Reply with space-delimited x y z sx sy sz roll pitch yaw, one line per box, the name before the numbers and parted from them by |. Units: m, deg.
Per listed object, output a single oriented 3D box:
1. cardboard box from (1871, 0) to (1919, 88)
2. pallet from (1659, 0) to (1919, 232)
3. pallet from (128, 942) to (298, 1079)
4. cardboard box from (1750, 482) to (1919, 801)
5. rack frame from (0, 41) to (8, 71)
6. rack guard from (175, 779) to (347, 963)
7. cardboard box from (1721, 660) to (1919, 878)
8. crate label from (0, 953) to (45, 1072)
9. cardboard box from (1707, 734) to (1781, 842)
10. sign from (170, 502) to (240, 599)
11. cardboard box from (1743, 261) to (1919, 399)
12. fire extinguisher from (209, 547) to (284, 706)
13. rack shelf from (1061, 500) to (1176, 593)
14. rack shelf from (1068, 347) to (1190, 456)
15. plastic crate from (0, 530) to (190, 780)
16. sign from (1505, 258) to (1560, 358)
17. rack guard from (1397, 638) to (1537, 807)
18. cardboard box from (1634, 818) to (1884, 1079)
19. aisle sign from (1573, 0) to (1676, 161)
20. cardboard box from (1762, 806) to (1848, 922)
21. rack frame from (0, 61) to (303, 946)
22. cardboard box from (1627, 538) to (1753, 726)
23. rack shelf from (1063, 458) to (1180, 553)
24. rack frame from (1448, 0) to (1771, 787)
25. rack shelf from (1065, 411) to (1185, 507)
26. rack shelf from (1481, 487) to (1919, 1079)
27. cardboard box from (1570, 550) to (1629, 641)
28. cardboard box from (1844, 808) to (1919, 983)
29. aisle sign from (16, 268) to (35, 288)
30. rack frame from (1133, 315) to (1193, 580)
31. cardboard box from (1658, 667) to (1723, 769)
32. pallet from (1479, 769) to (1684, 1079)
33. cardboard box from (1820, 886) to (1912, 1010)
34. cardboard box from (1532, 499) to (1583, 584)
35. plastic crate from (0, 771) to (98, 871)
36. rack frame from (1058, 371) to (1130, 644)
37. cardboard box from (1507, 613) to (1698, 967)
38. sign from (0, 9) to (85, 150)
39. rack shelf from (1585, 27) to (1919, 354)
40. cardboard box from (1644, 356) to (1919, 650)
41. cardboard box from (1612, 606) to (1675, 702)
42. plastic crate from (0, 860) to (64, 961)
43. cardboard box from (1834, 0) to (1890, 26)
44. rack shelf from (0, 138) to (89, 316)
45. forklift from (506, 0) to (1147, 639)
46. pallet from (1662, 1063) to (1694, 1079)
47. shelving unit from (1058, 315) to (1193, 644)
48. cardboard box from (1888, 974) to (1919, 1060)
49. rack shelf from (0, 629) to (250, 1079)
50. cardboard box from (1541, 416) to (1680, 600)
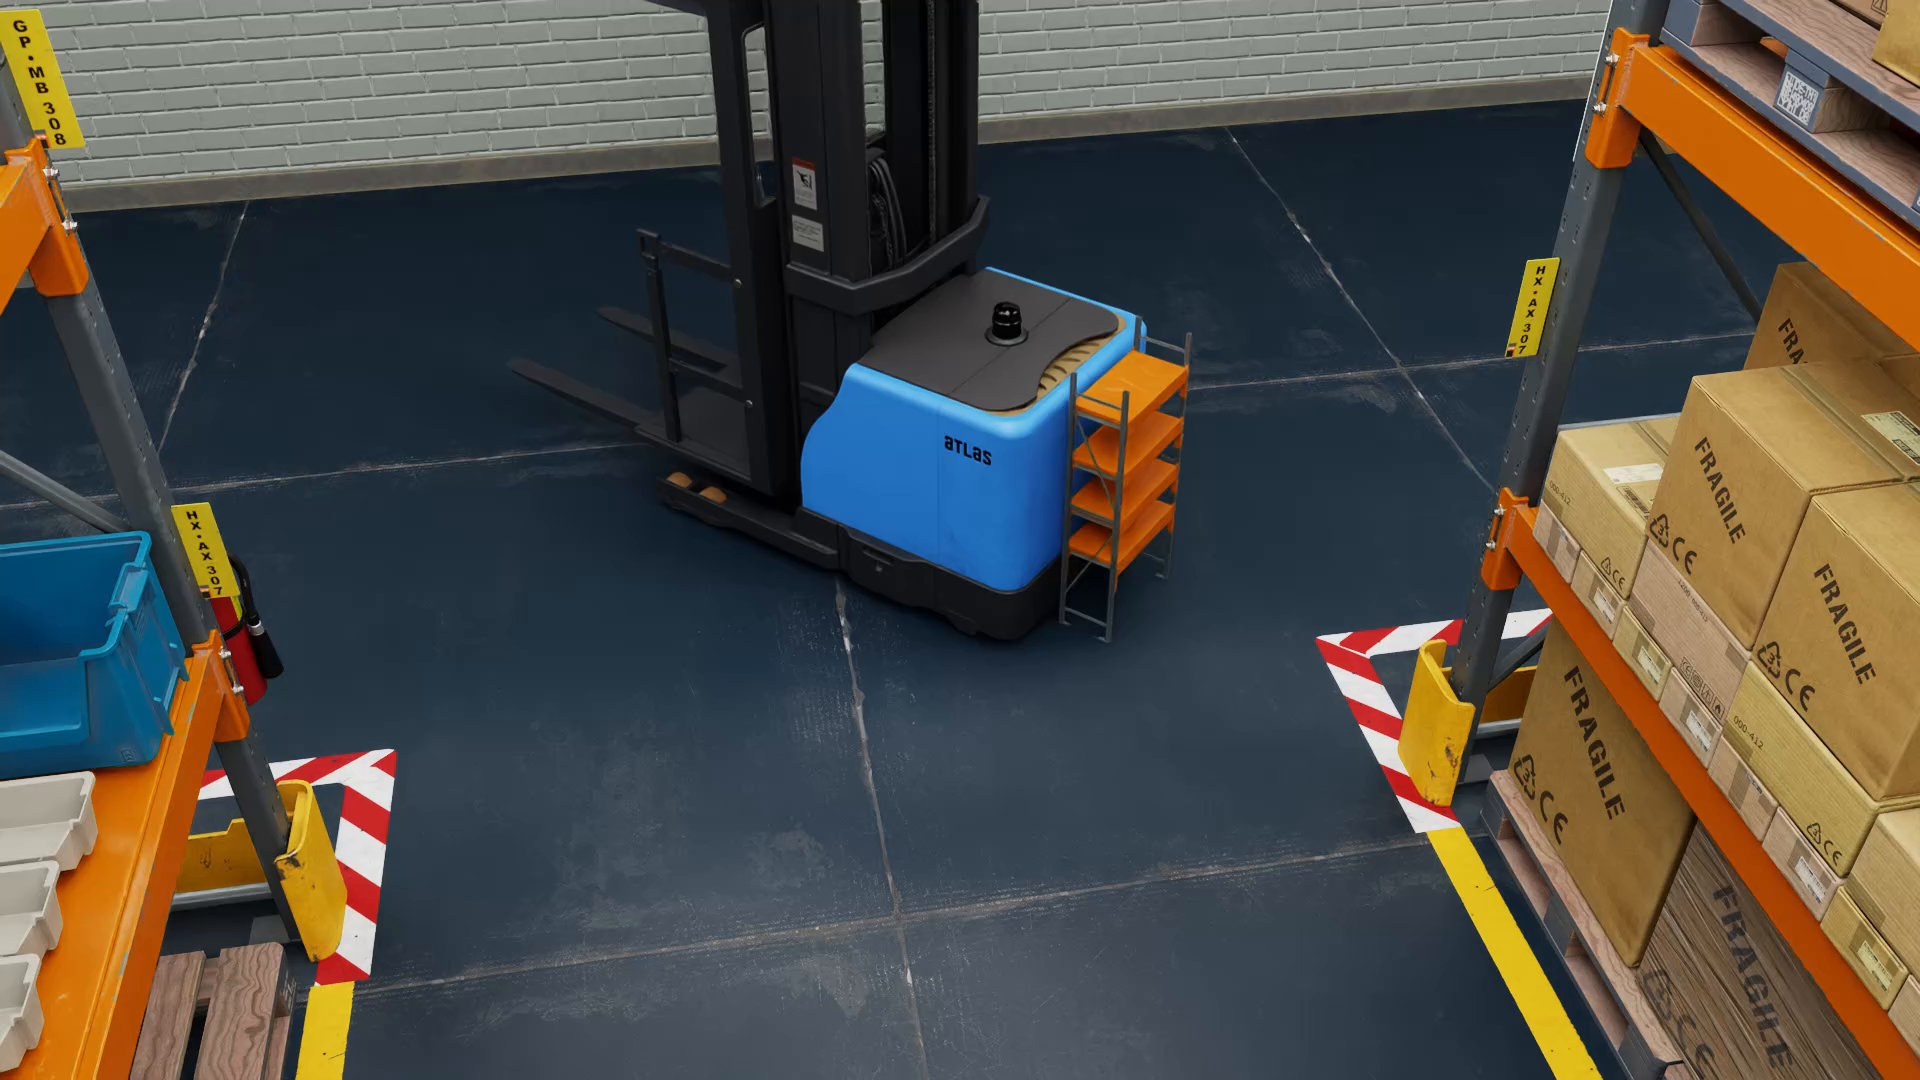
cardboard box | 2.362 -1.135 3.316 0.700 0.500 0.500 -8 38 -10
pallet | 2.378 -1.070 3.809 1.003 0.211 1.213 -6 38 -8
pallet | -2.532 1.769 4.801 1.003 0.211 1.213 -6 38 -8
cardboard box | 2.241 0.212 3.801 0.500 0.500 0.500 -7 38 -9
rack frame | -2.638 -2.203 2.751 1.000 3.000 0.127 -6 38 -8
rack guard | -2.655 1.140 5.375 1.175 0.500 0.348 -6 38 -8
cardboard box | 2.239 0.511 4.027 0.500 0.250 0.500 -7 38 -9
crate label | -2.208 1.061 3.605 0.396 0.136 0.243 -6 38 -8
cardboard box | 2.157 0.603 4.234 0.380 0.149 0.250 -7 38 -9
sign | -2.100 0.032 4.630 0.100 0.325 0.005 -6 38 -8
cardboard box | 2.582 -0.455 4.660 0.500 0.500 0.500 -6 38 -7
fire extinguisher | -2.217 0.204 4.910 0.296 0.674 0.183 -6 38 -8
rack shelf | 0.643 -0.013 6.722 0.258 0.148 0.480 22 43 26
rack shelf | 0.643 -0.533 6.318 0.258 0.148 0.480 22 43 26
plastic crate | -2.396 0.310 4.328 0.616 0.435 0.499 -6 38 -8
sign | 1.691 -0.684 4.915 0.100 0.325 0.005 -6 38 -8
rack guard | 2.234 0.606 6.063 1.175 0.500 0.348 -6 38 -8
cardboard box | 2.589 1.234 4.606 0.875 0.875 0.875 -6 38 -8
aisle sign | 1.930 -1.405 4.494 0.394 0.787 0.004 -6 38 -8
cardboard box | 2.203 0.759 4.033 0.380 0.149 0.250 -7 38 -8
rack frame | -2.638 0.166 4.592 1.000 3.000 0.127 -6 38 -8
cardboard box | 2.154 0.207 4.418 0.500 0.250 0.500 -7 38 -9
rack shelf | 0.643 -0.170 6.600 0.258 0.148 0.480 22 43 26
rack frame | 2.238 -0.367 5.277 1.000 3.000 0.127 -6 38 -8
rack shelf | 0.643 -0.347 6.463 0.258 0.148 0.480 22 43 26
rack shelf | 2.589 1.125 3.943 1.077 0.370 4.000 -6 38 -8
cardboard box | 2.022 0.137 4.833 0.380 0.149 0.250 -7 38 -9
cardboard box | 2.335 0.826 3.622 0.500 0.250 0.500 -7 38 -9
aisle sign | -2.362 -0.936 3.891 0.394 0.787 0.004 -6 38 -8
rack frame | 0.779 -0.347 6.719 0.240 1.200 0.015 22 43 26
cardboard box | 2.114 0.449 4.432 0.380 0.149 0.250 -7 38 -9
pallet | 2.455 1.209 5.522 1.003 0.211 1.213 -6 38 -8
cardboard box | 2.246 0.911 3.837 0.380 0.149 0.250 -7 38 -9
cardboard box | 1.975 -0.018 5.033 0.380 0.149 0.250 -6 38 -7
plastic crate | -2.317 0.719 4.045 0.396 0.136 0.243 -6 38 -8
rack frame | 0.507 -0.099 6.399 0.240 1.200 0.015 22 43 26
cardboard box | 2.429 0.684 5.314 0.875 0.875 0.875 -6 38 -8
sign | -2.100 -1.046 3.792 0.100 0.325 0.005 -6 38 -8
rack shelf | 2.589 -0.059 3.023 1.077 0.370 4.000 -6 38 -8
cardboard box | 2.144 -0.100 4.203 0.500 0.500 0.500 -7 38 -9
cardboard box | 2.067 0.292 4.634 0.380 0.149 0.250 -7 38 -9
plastic crate | -2.280 0.896 3.818 0.396 0.136 0.243 -6 38 -8
cardboard box | 2.382 -1.488 3.770 0.700 0.500 0.500 -8 39 -11
rack shelf | -2.288 0.473 2.337 1.077 0.370 4.000 -6 38 -8
forklift | -0.740 -1.468 6.751 3.031 2.935 1.130 23 43 26
pallet | 2.666 1.944 4.576 1.003 0.211 1.213 -6 38 -8
shelving unit | 0.643 -0.223 6.559 0.258 1.200 0.503 22 43 26
cardboard box | 2.294 1.069 3.633 0.380 0.149 0.250 -6 38 -7
rack shelf | -2.288 1.658 3.257 1.077 0.370 4.000 -6 38 -8
cardboard box | 2.056 -0.106 4.822 0.500 0.250 0.500 -7 38 -9
